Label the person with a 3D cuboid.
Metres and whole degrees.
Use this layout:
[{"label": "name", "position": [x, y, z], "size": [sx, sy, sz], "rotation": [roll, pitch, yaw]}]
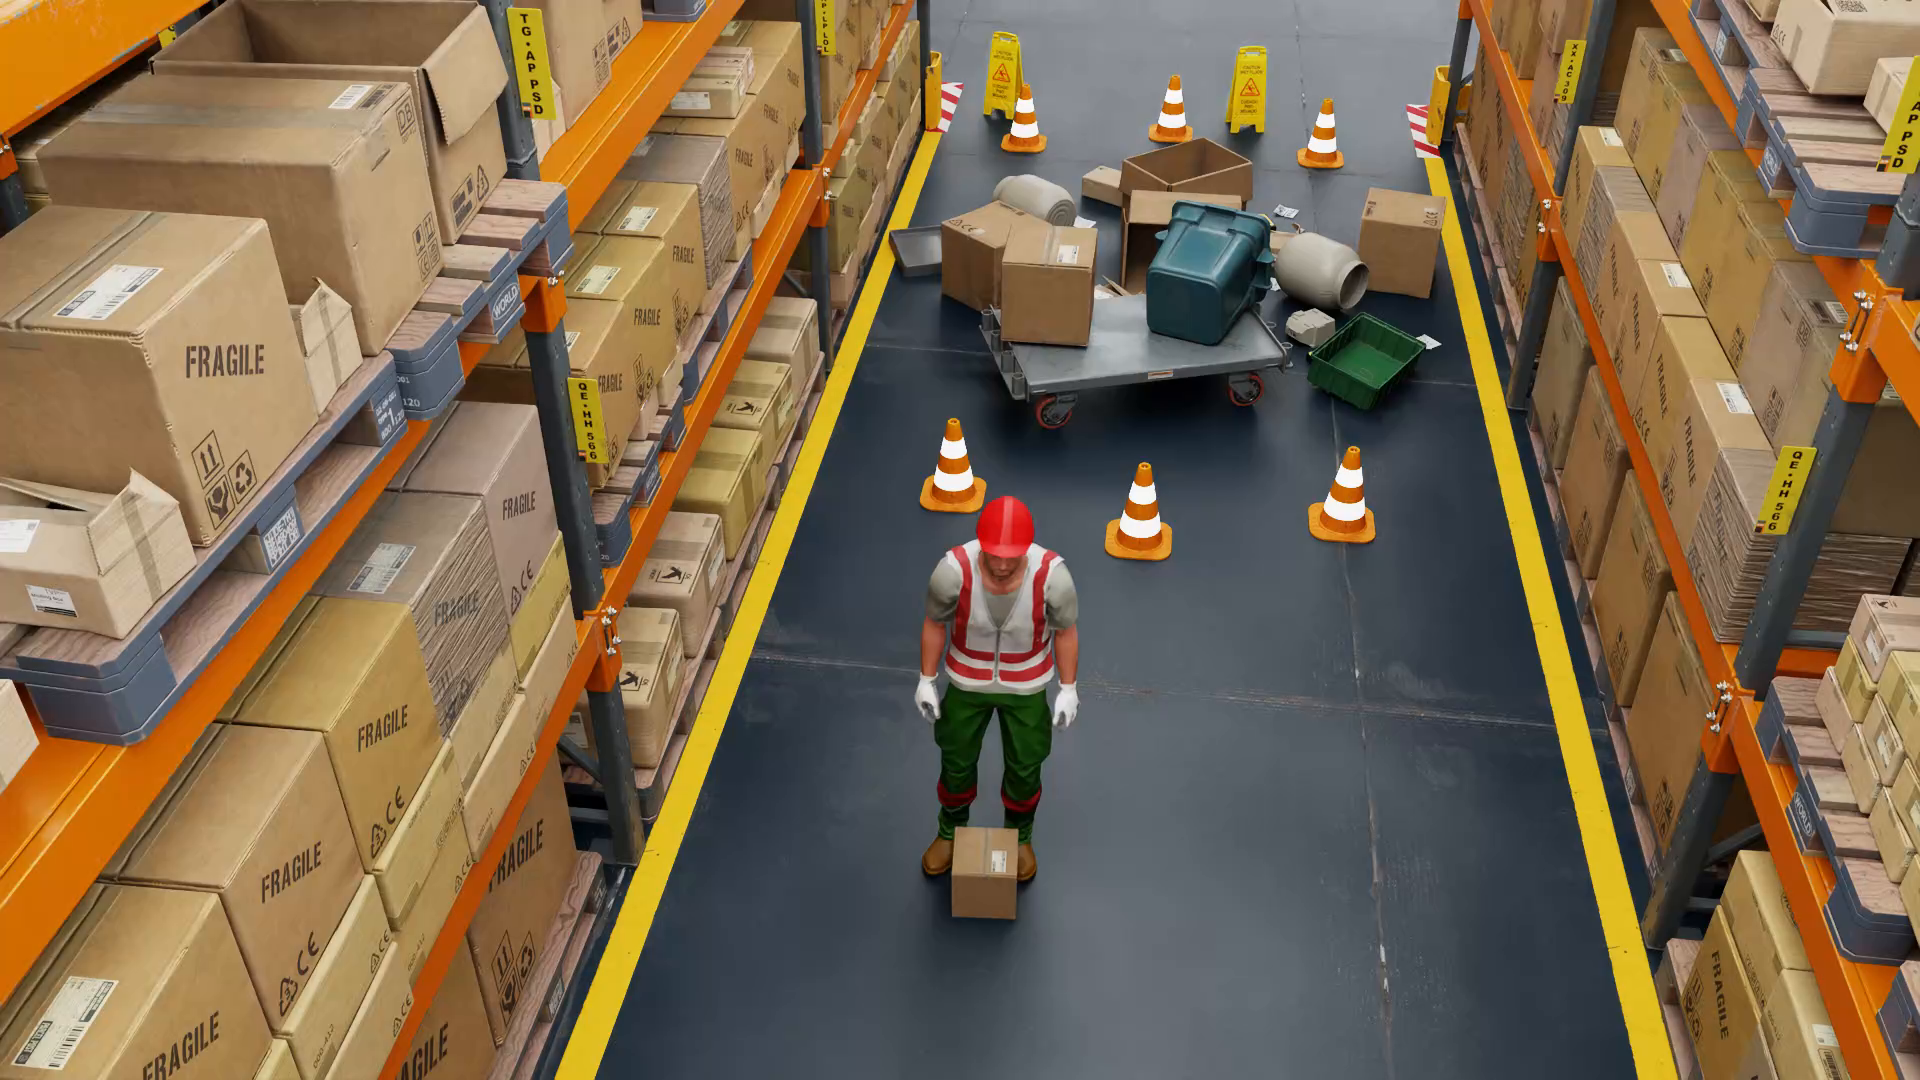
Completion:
[{"label": "person", "position": [0.142, 0.556, 6.256], "size": [0.623, 1.780, 0.447], "rotation": [3, 36, 4]}]
